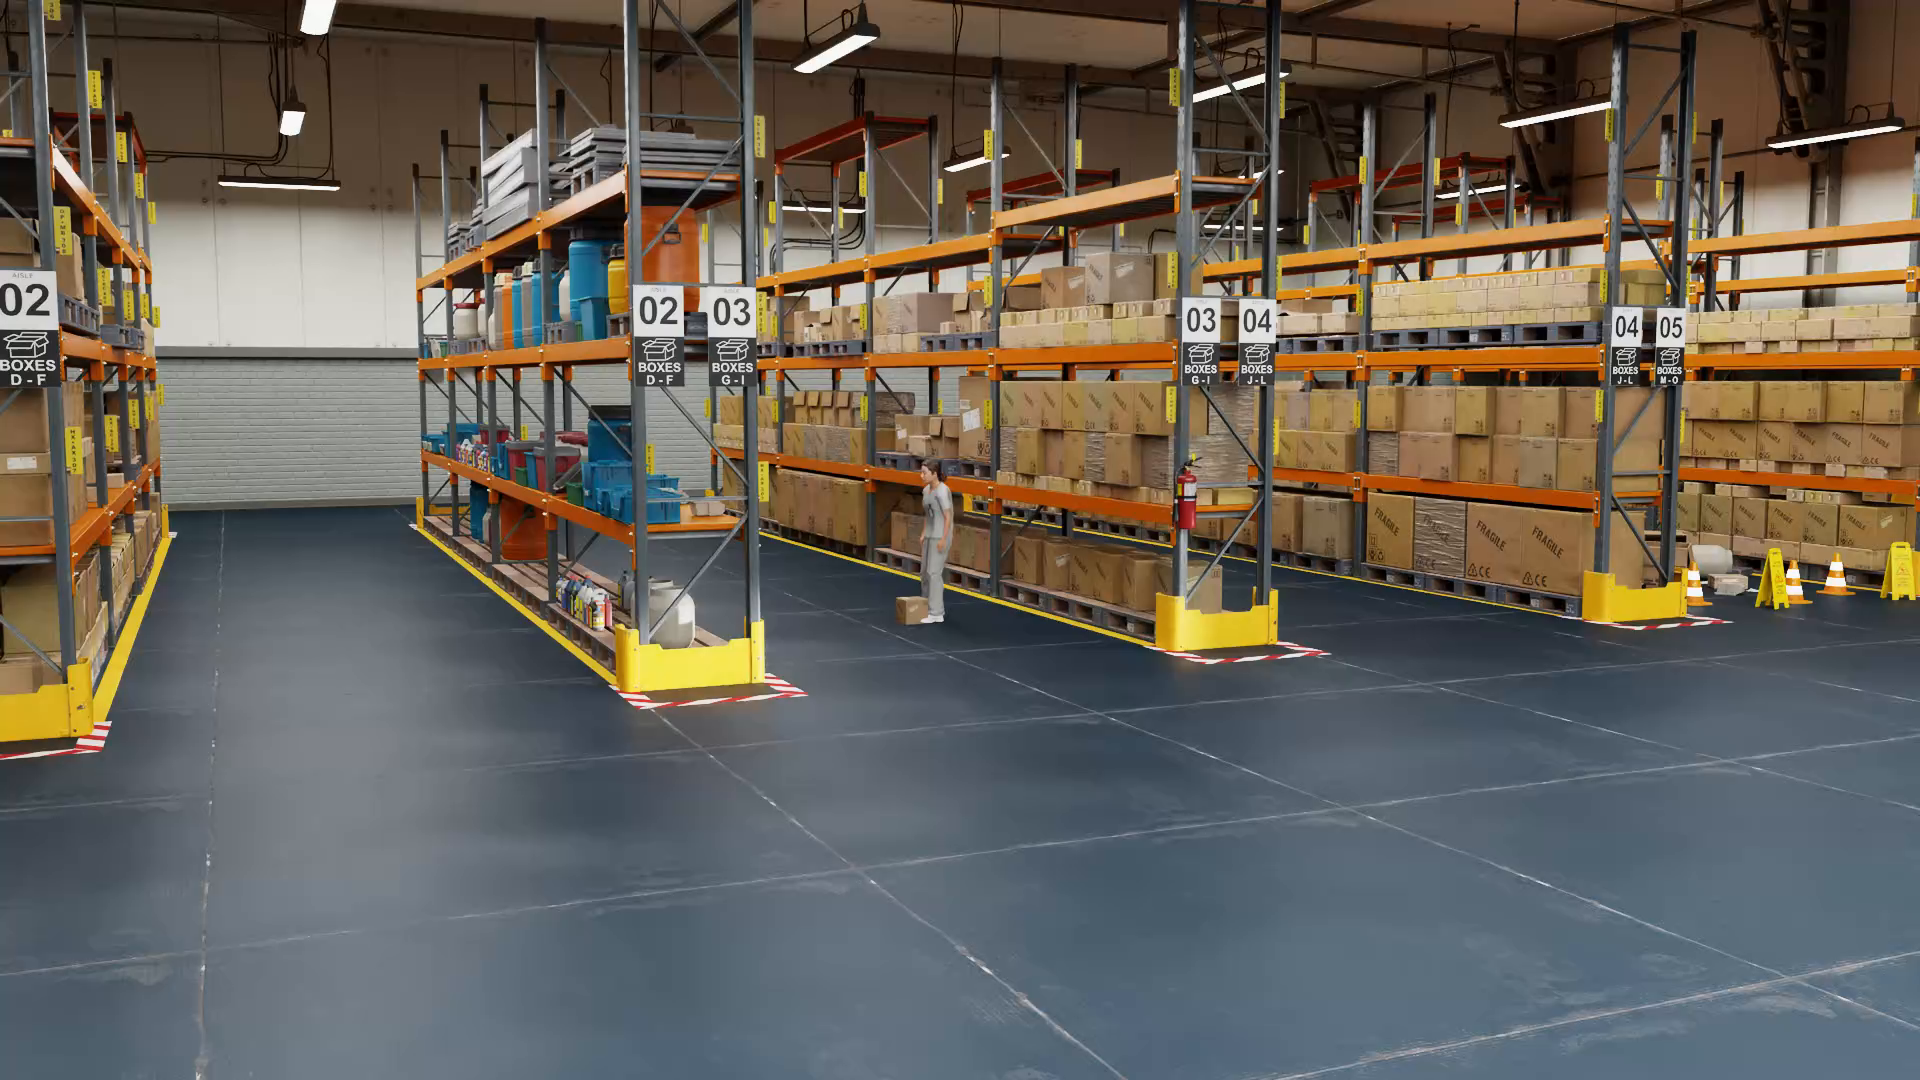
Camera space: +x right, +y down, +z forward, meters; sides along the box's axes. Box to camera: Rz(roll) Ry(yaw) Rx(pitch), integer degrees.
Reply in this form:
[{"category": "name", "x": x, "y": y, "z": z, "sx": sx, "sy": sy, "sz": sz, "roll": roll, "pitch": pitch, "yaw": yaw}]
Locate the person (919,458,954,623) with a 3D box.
[{"category": "person", "x": -0.288, "y": 0.001, "z": 16.962, "sx": 0.417, "sy": 1.671, "sz": 0.510, "roll": -3, "pitch": 6, "yaw": -27}]
